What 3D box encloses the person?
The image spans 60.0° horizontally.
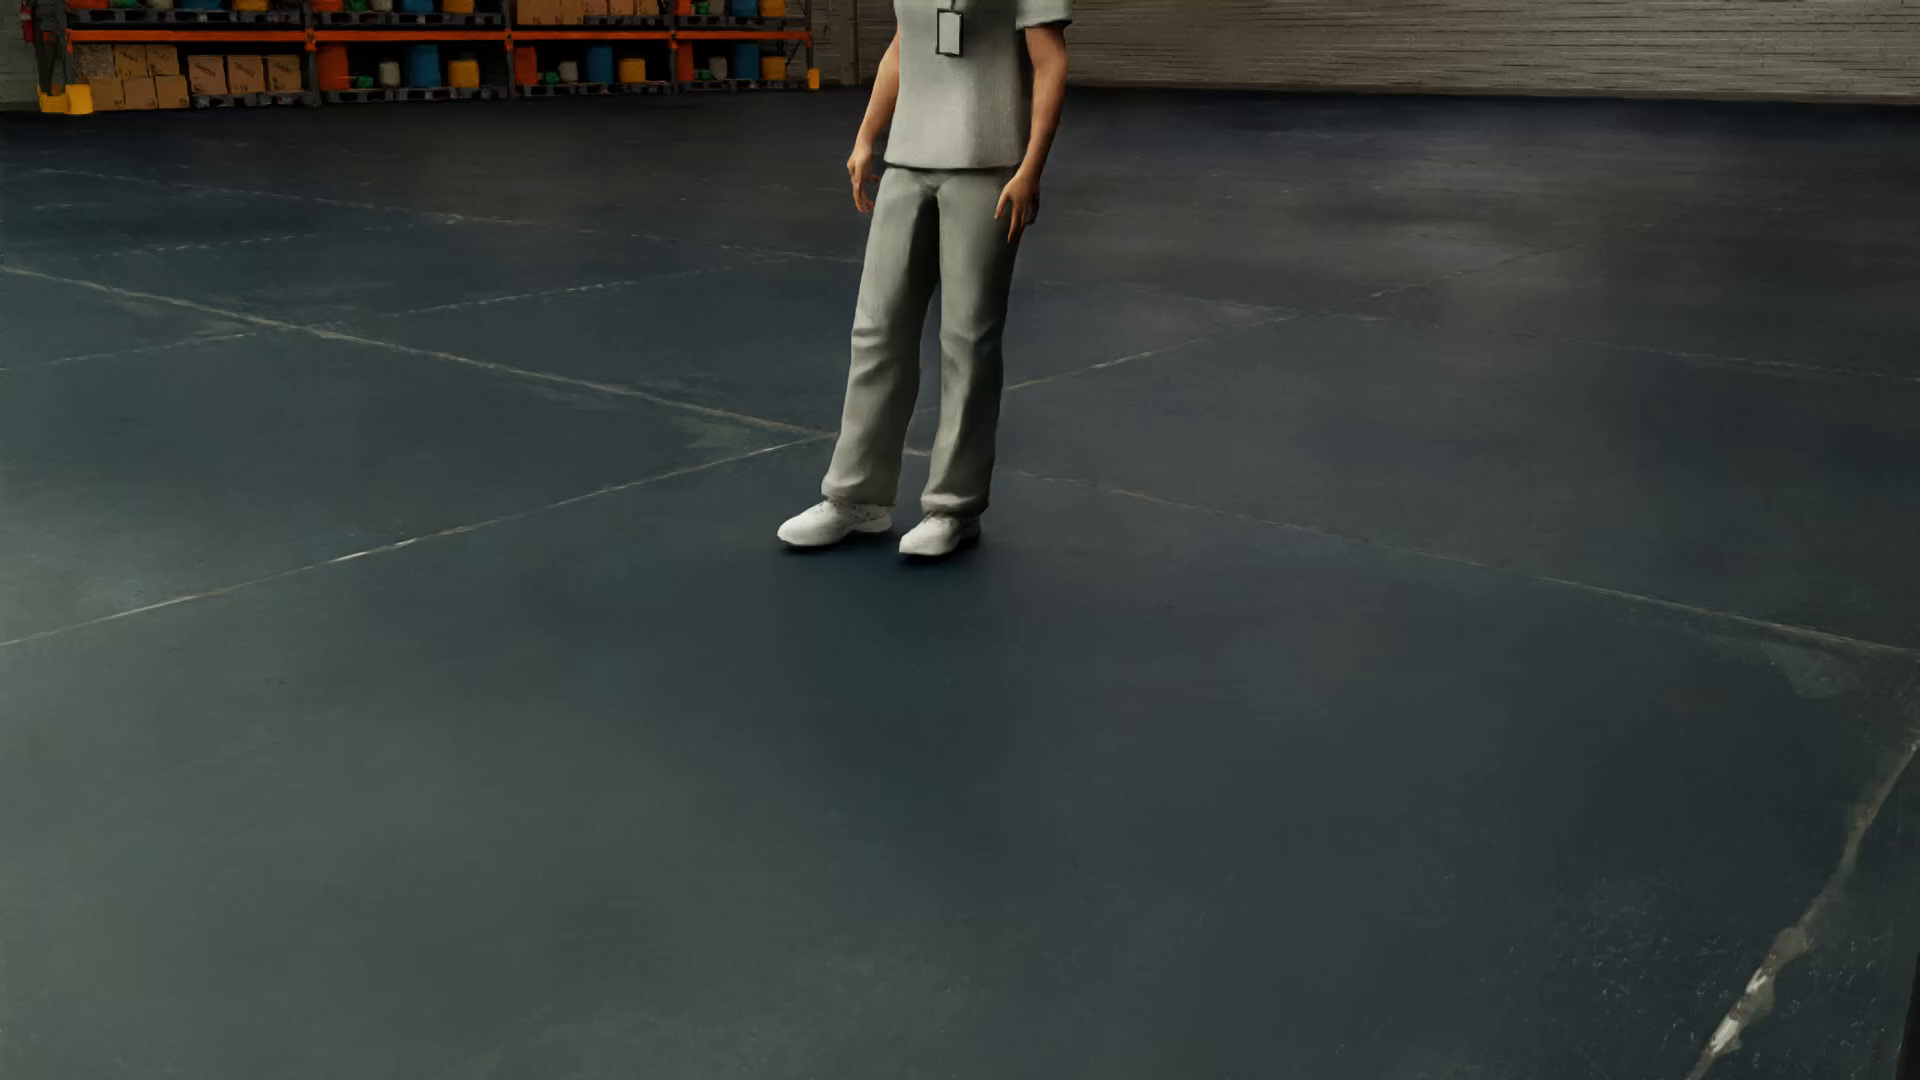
[{"bbox_3d":[-0.057,-0.794,3.650,0.550,1.674,0.548,13,21,37],"label":"person"}]
